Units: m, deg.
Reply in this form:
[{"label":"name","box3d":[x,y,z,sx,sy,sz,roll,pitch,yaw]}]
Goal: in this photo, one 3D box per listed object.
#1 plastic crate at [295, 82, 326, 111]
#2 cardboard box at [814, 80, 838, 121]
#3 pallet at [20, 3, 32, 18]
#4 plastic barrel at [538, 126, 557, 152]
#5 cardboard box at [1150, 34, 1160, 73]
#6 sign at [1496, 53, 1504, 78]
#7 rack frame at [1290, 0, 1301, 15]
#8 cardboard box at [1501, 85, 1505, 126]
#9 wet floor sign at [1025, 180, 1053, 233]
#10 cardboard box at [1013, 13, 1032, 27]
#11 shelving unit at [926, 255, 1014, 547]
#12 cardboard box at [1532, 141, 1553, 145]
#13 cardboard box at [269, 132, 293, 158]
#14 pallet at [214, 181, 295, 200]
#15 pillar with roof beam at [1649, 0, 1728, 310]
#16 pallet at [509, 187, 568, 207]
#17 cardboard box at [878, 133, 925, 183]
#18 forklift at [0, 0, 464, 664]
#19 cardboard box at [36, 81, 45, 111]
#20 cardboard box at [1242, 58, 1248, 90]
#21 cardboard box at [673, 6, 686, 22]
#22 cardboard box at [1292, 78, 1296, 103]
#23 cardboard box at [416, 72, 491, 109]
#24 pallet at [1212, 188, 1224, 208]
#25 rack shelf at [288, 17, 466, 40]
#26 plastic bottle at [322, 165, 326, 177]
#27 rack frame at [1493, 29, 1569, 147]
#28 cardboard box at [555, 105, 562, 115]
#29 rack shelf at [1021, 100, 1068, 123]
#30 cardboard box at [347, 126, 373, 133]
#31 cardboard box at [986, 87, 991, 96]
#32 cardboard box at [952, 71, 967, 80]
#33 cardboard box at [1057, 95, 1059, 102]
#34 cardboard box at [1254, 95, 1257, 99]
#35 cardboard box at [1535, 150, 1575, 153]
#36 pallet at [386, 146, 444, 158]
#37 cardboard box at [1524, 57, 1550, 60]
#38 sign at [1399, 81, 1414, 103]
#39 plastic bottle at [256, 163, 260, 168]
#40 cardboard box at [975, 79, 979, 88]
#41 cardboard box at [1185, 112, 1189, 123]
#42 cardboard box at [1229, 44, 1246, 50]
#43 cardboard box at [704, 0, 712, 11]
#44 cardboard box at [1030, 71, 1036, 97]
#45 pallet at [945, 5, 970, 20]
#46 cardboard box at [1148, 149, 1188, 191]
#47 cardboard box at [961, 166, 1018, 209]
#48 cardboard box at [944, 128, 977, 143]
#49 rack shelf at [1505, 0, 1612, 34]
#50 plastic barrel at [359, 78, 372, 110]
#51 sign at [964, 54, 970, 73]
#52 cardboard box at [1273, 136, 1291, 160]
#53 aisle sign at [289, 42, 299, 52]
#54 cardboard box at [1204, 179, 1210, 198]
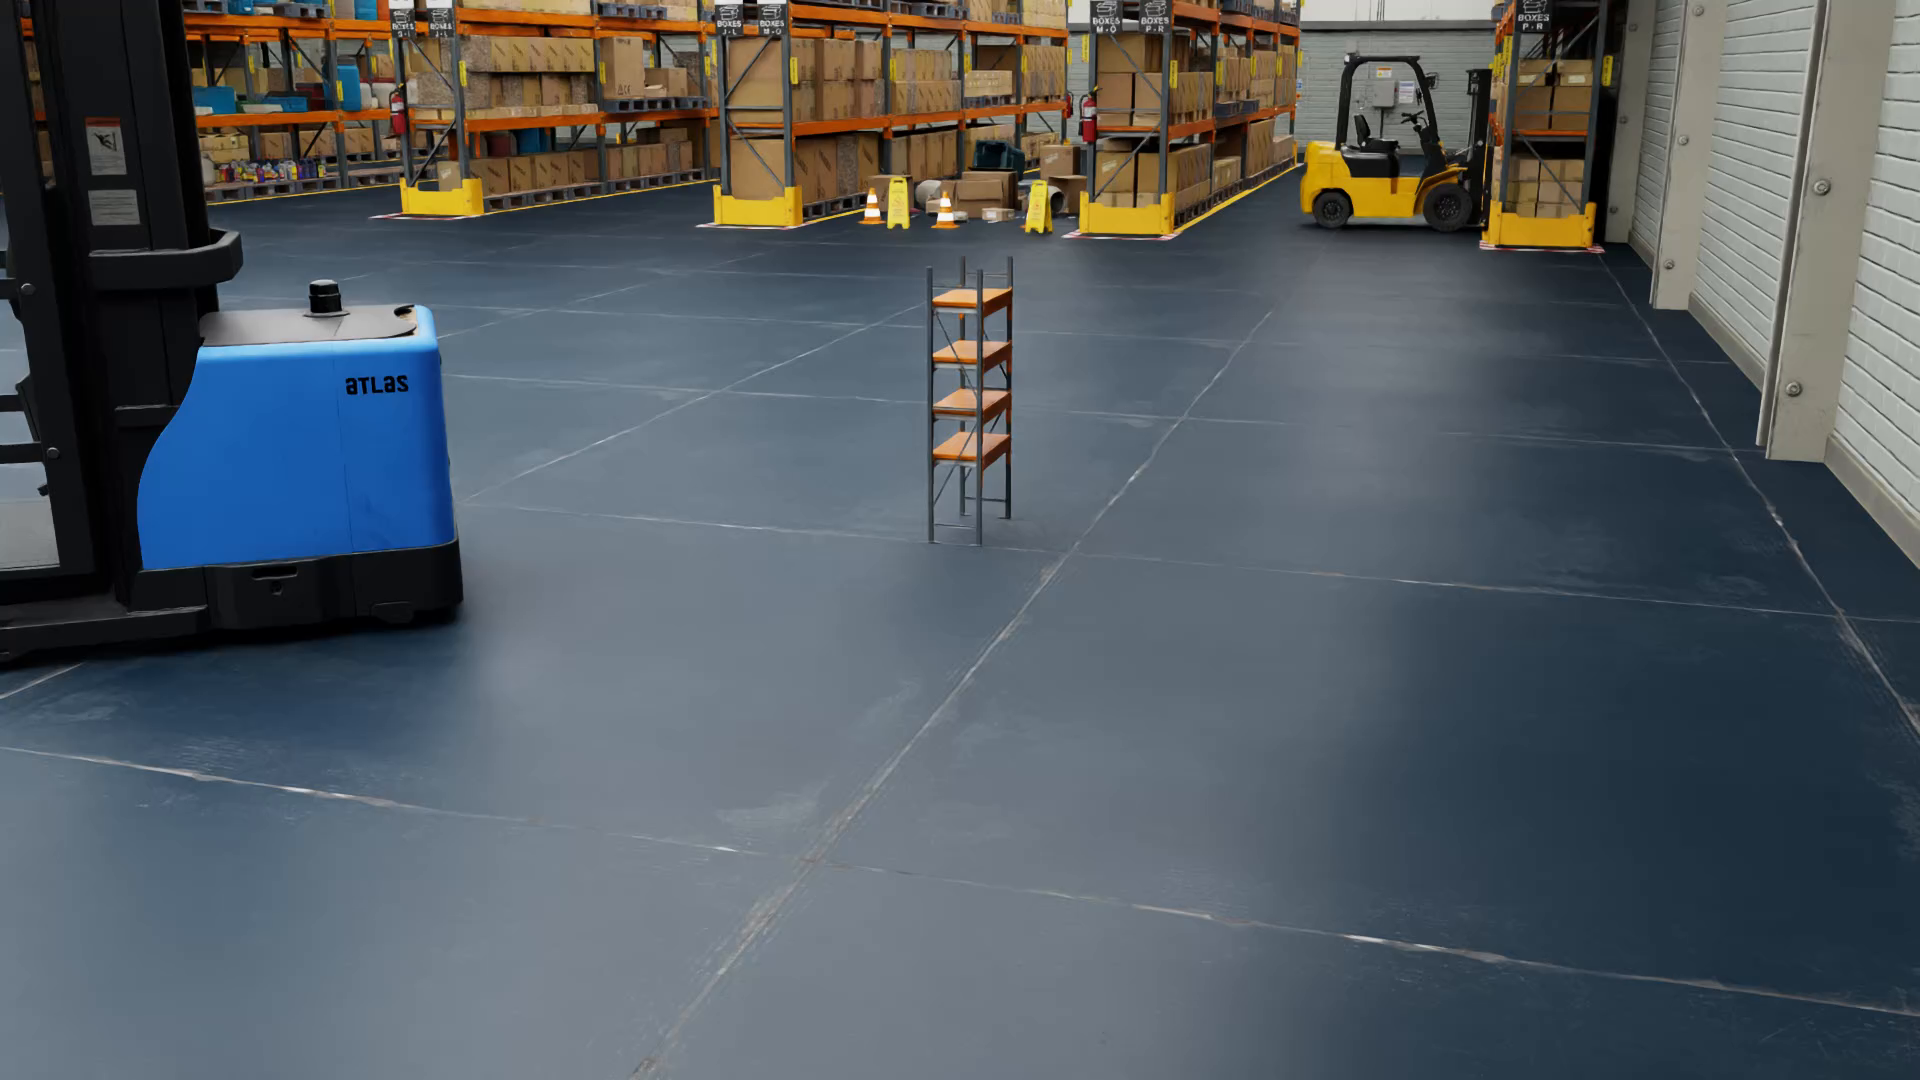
[{"label":"plastic crate","box3d":[-11.182,-7.705,28.880,0.402,0.464,0.583,5,16,16]},{"label":"cardboard box","box3d":[-2.210,-6.137,23.195,0.875,0.550,0.550,5,16,16]},{"label":"pallet","box3d":[-15.992,-9.084,28.525,1.003,0.211,1.213,5,16,16]},{"label":"plastic barrel","box3d":[-8.924,-8.668,35.469,0.600,0.901,0.708,5,16,16]},{"label":"cardboard box","box3d":[2.174,-6.279,21.410,0.700,0.500,0.500,5,17,16]},{"label":"sign","box3d":[7.461,-6.546,22.933,0.100,0.325,0.005,5,16,16]},{"label":"rack frame","box3d":[6.634,-12.397,34.545,1.000,3.000,0.127,5,16,16]},{"label":"cardboard box","box3d":[7.169,-5.539,21.179,0.500,0.500,0.500,5,17,16]},{"label":"wet floor sign","box3d":[1.007,-4.225,21.044,0.267,0.644,0.232,11,19,35]},{"label":"cardboard box","box3d":[1.108,-10.293,32.900,0.500,0.250,0.500,5,17,19]},{"label":"shelving unit","box3d":[0.047,-0.621,7.318,0.258,1.200,0.503,5,16,16]},{"label":"cardboard box","box3d":[9.568,-6.458,27.222,0.380,0.149,0.250,6,17,19]},{"label":"cardboard box","box3d":[-14.091,-8.199,34.513,0.500,0.500,0.500,4,16,14]},{"label":"pallet","box3d":[-11.602,-5.690,27.002,1.003,0.211,1.213,5,16,16]},{"label":"pillar with roof beam","box3d":[2.077,-6.703,14.471,9.100,9.000,0.400,5,16,16]},{"label":"pallet","box3d":[-6.779,-5.299,25.626,1.003,0.211,1.213,5,16,16]},{"label":"cardboard box","box3d":[-1.183,-6.270,27.290,1.050,0.750,0.750,5,16,16]},{"label":"forklift","box3d":[-3.447,-1.099,5.833,3.031,2.935,1.130,-5,17,-18]},{"label":"cardboard box","box3d":[-16.038,-7.702,28.803,0.700,0.500,0.500,4,16,15]},{"label":"cardboard box","box3d":[4.362,-7.534,26.897,0.500,0.500,0.500,4,16,15]},{"label":"cardboard box","box3d":[-5.169,-9.283,29.338,0.500,0.250,0.500,5,16,16]},{"label":"cardboard box","box3d":[6.751,-9.412,34.832,0.500,0.500,0.500,5,17,16]},{"label":"cardboard box","box3d":[-7.231,-6.426,23.760,0.875,0.500,0.500,5,16,16]},{"label":"pallet","box3d":[3.444,-5.233,25.394,1.003,0.211,1.213,5,16,16]},{"label":"rack shelf","box3d":[-10.458,-9.144,29.892,1.077,0.370,4.000,5,16,16]},{"label":"plastic bottle","box3d":[-10.830,-6.270,28.260,0.097,0.201,0.097,0,16,0]},{"label":"rack frame","box3d":[9.121,-7.034,26.630,1.000,3.000,0.127,5,16,16]},{"label":"cardboard box","box3d":[-6.427,-6.685,25.862,0.380,0.149,0.250,5,16,16]},{"label":"rack shelf","box3d":[1.291,-8.999,34.877,1.077,0.370,4.000,5,16,16]},{"label":"cardboard box","box3d":[-13.611,-9.182,37.979,0.500,0.500,0.500,5,16,16]},{"label":"cardboard box","box3d":[0.357,-8.373,31.042,0.380,0.149,0.250,4,16,14]},{"label":"cardboard box","box3d":[-0.096,-8.249,29.517,0.380,0.149,0.250,5,16,16]},{"label":"cardboard box","box3d":[1.931,-9.578,36.060,0.380,0.149,0.250,5,16,16]},{"label":"cardboard box","box3d":[4.870,-7.590,28.866,0.500,0.250,0.500,4,16,14]},{"label":"cardboard box","box3d":[7.744,-4.939,21.681,0.500,0.250,0.500,5,17,16]},{"label":"pallet","box3d":[-12.960,-9.160,39.238,1.003,0.211,1.213,5,16,16]},{"label":"cardboard box","box3d":[10.936,-8.881,31.498,0.500,0.500,0.500,4,16,14]},{"label":"sign","box3d":[10.719,-10.757,39.931,0.329,0.494,0.001,5,16,16]},{"label":"plastic bottle","box3d":[-11.713,-6.153,27.719,0.097,0.271,0.097,0,16,0]},{"label":"cardboard box","box3d":[0.135,-8.317,30.302,0.380,0.149,0.250,5,17,16]},{"label":"cardboard box","box3d":[2.872,-5.680,22.320,0.380,0.149,0.250,4,16,14]},{"label":"cardboard box","box3d":[5.280,-9.411,31.806,0.380,0.149,0.250,4,16,15]},{"label":"cardboard box","box3d":[-5.036,-10.046,30.795,0.797,0.503,0.637,6,17,19]},{"label":"cardboard box","box3d":[1.239,-9.253,33.726,0.500,0.500,0.500,5,16,16]},{"label":"pallet","box3d":[-0.546,-8.955,28.252,1.213,0.211,1.003,5,17,18]},{"label":"cardboard box","box3d":[2.732,-4.898,21.995,0.500,0.500,0.500,4,16,14]},{"label":"cardboard box","box3d":[0.417,-5.090,24.104,0.797,0.637,0.503,5,16,16]},{"label":"cardboard box","box3d":[0.014,-7.297,29.996,0.500,0.250,0.500,4,16,13]},{"label":"rack shelf","box3d":[7.416,-6.561,20.785,1.077,0.370,4.000,5,16,16]},{"label":"plastic barrel","box3d":[-10.544,-7.822,29.162,0.433,0.535,0.433,0,16,0]},{"label":"sign","box3d":[0.119,-8.290,28.938,0.100,0.325,0.005,5,16,16]},{"label":"cardboard box","box3d":[6.291,-8.060,34.173,0.875,0.438,0.875,5,17,17]},{"label":"aisle sign","box3d":[-16.806,-12.678,41.765,0.394,0.787,0.004,5,16,16]},{"label":"cardboard box","box3d":[3.314,-5.075,23.994,0.500,0.250,0.500,5,17,18]}]
